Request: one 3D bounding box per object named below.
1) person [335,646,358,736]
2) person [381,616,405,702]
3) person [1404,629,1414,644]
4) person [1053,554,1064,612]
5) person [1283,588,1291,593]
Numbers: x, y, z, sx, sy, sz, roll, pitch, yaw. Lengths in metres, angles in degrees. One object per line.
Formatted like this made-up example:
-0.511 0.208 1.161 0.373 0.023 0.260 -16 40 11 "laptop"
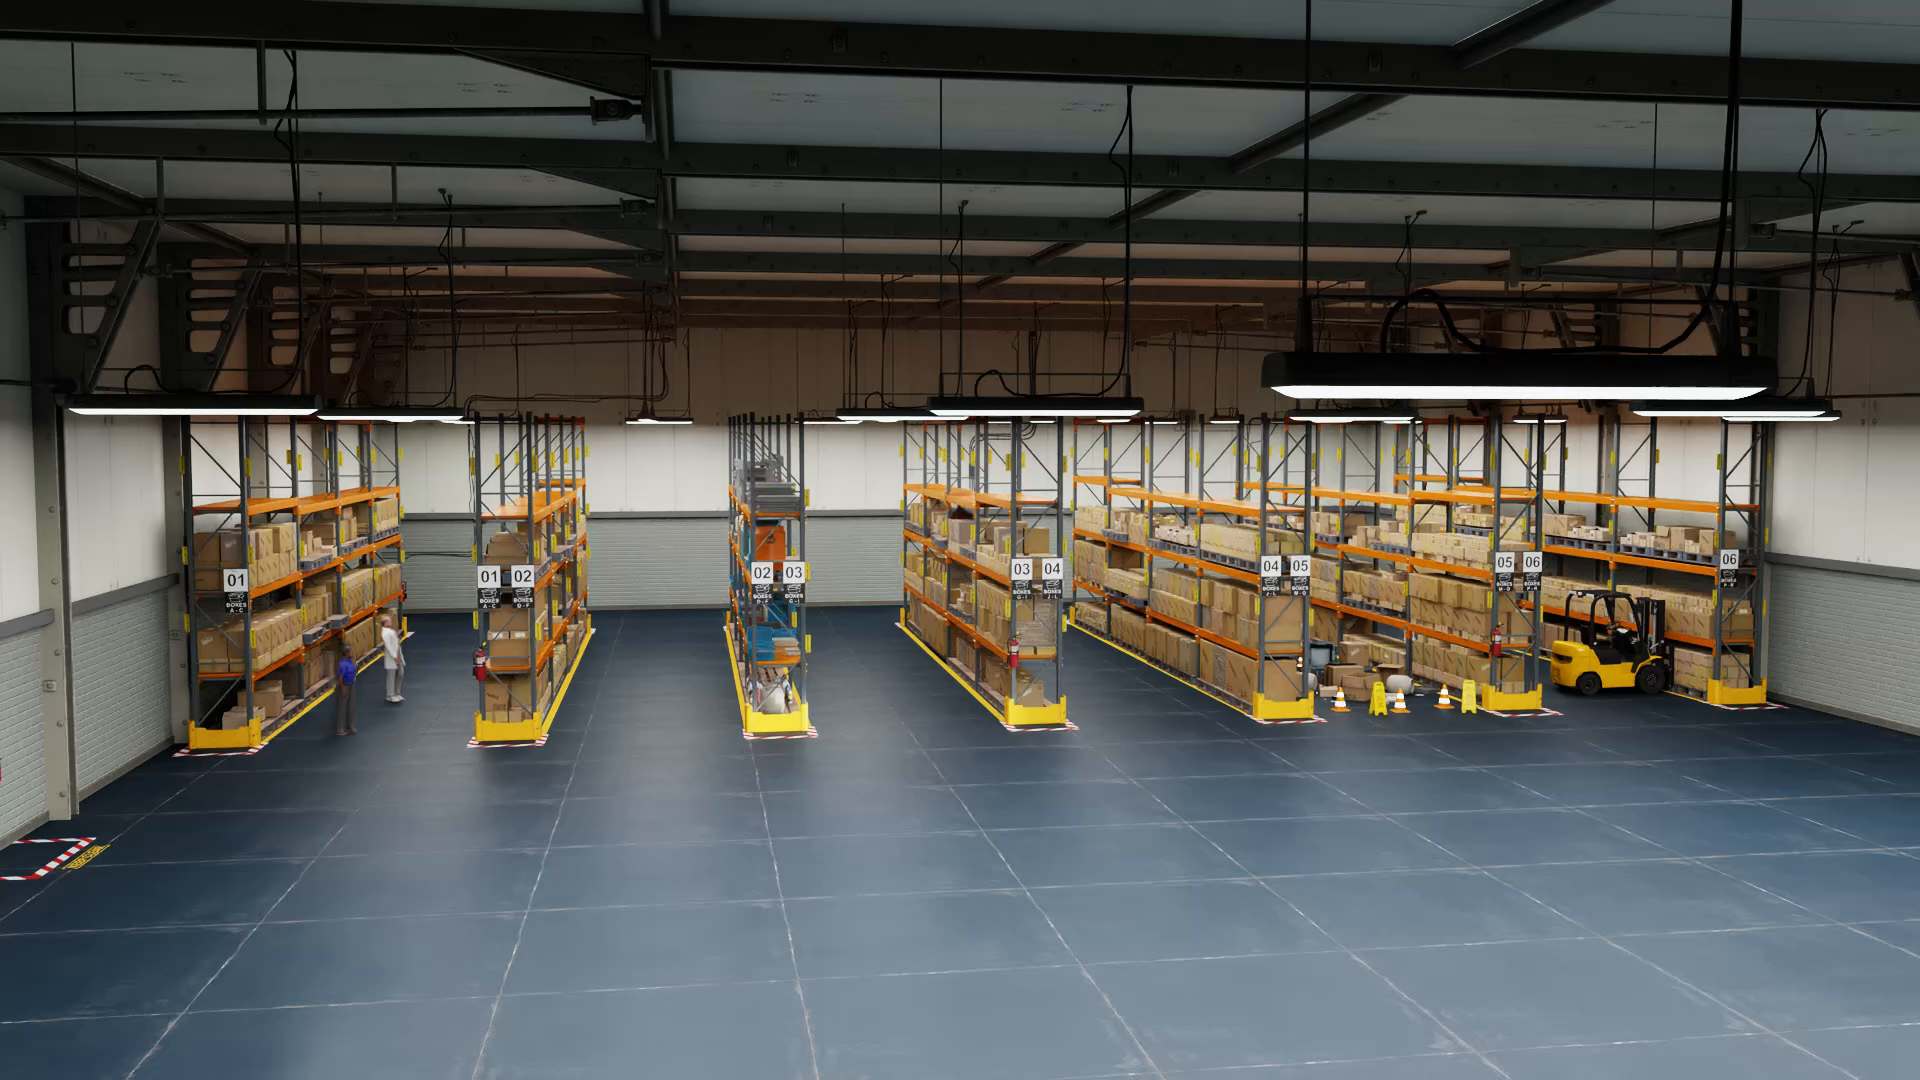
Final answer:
-11.439 2.795 30.993 0.381 1.667 0.542 1 4 13 "person"
-11.829 2.497 34.752 0.574 1.823 0.679 1 4 12 "person"
11.470 1.946 42.516 0.413 1.794 0.606 2 4 26 "person"
2.925 1.337 51.367 0.614 1.793 0.417 -1 4 -14 "person"
8.080 2.056 41.594 0.567 1.722 0.644 -2 4 -25 "person"
